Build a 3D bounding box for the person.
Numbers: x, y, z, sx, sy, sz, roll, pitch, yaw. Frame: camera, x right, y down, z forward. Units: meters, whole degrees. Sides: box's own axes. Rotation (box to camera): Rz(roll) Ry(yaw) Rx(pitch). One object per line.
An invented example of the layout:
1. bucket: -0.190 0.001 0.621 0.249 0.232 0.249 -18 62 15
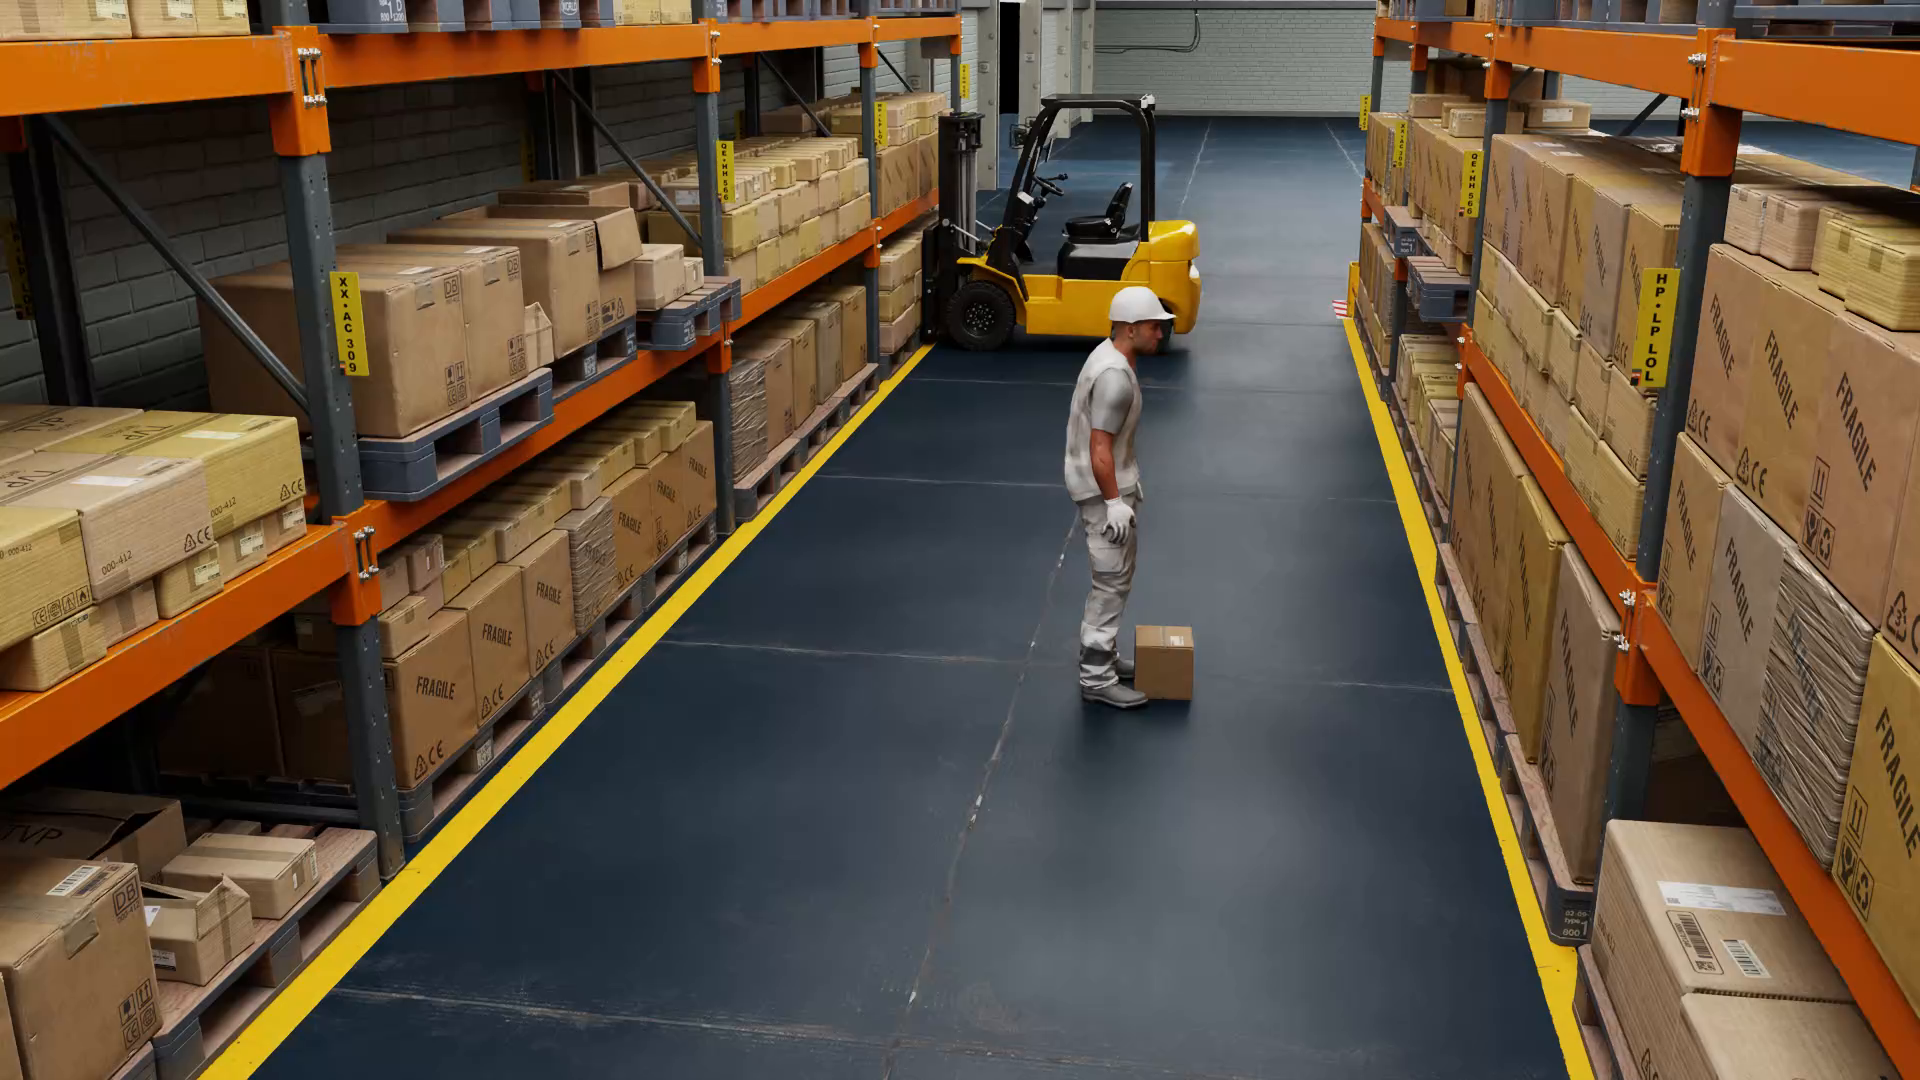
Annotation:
1. person: 0.672 -0.198 7.145 0.448 1.780 0.608 3 18 9
